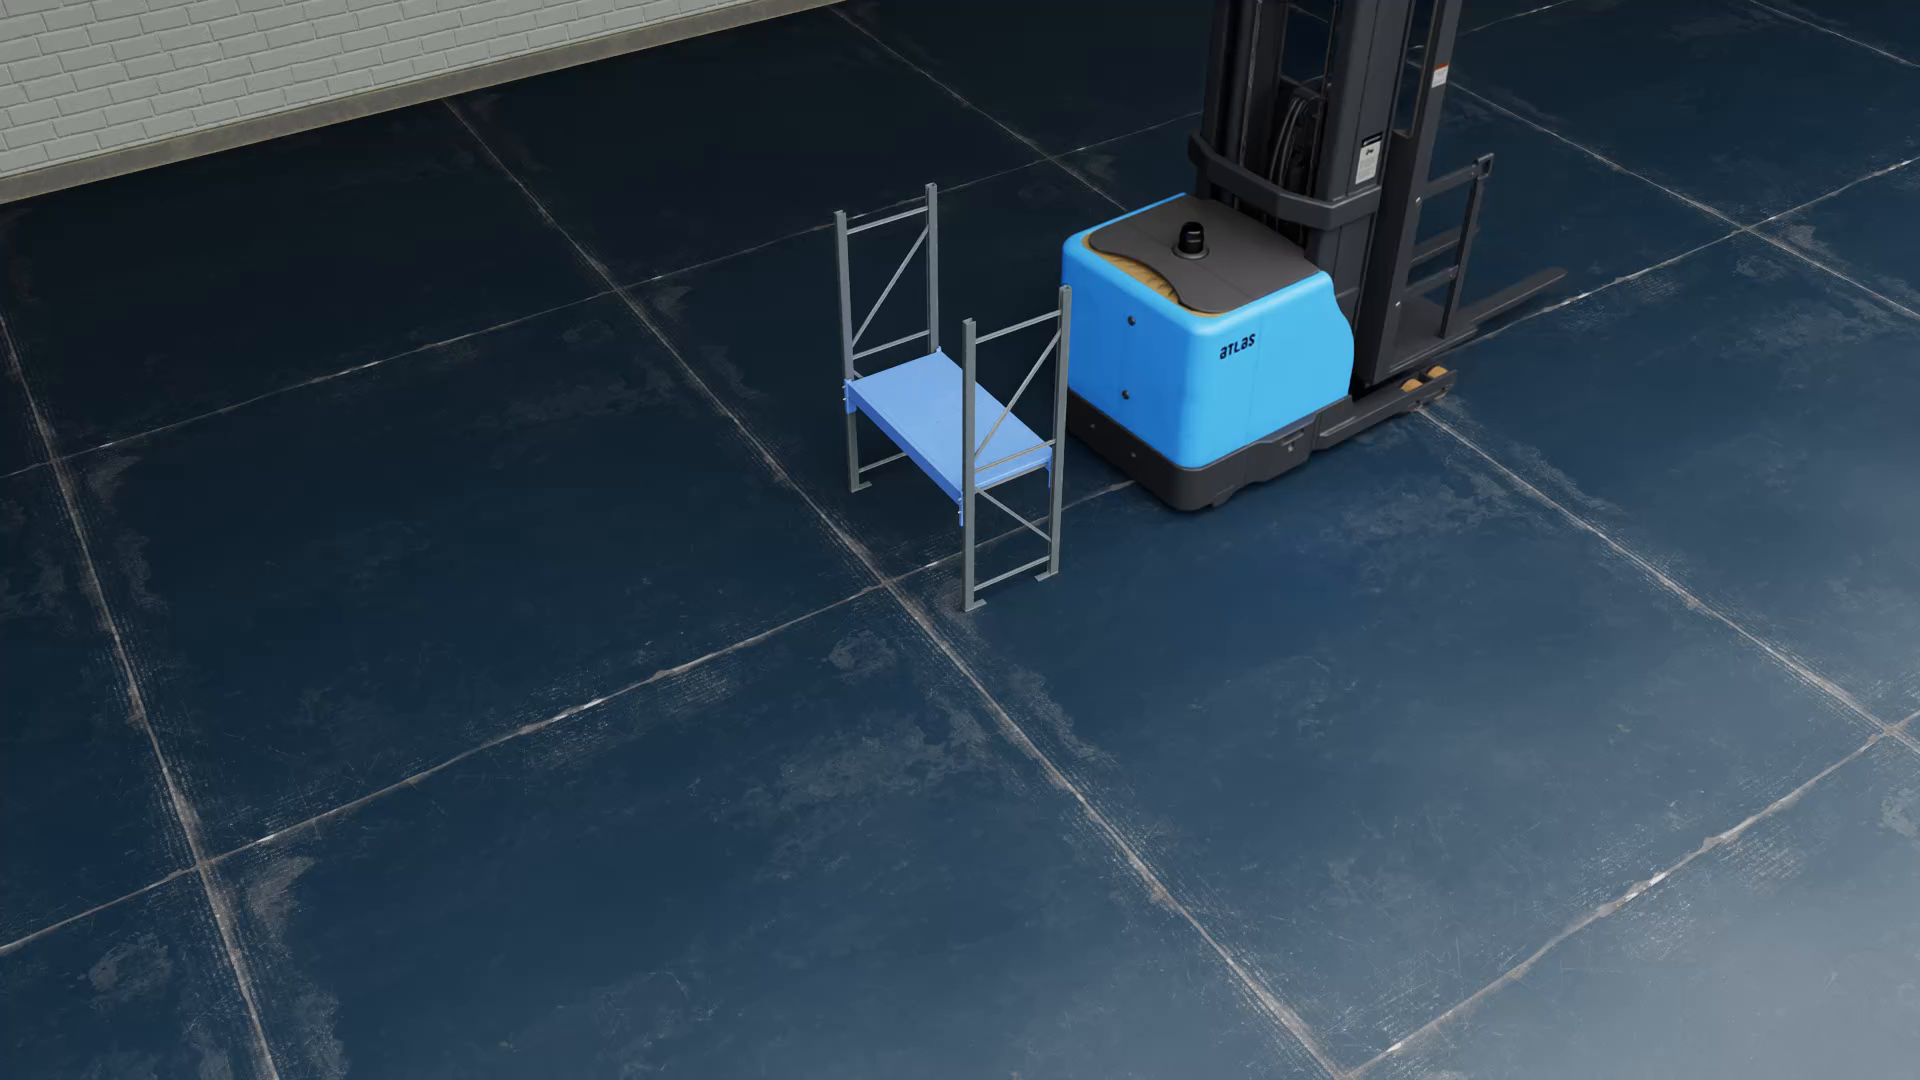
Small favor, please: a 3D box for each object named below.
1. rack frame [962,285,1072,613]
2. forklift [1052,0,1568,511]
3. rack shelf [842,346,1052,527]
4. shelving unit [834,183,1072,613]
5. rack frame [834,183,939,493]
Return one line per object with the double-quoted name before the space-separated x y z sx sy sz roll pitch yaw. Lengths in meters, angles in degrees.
"rack frame" 0.227 -0.348 6.996 0.500 1.500 0.032 -22 45 -24
"forklift" 1.948 -2.030 7.896 3.031 2.935 1.130 -26 46 -27
"rack shelf" -0.046 -0.484 7.440 0.538 0.185 1.000 -22 45 -24
"shelving unit" -0.046 -0.622 7.325 0.538 1.500 1.048 -22 45 -24
"rack frame" -0.319 -0.897 7.654 0.500 1.500 0.032 -22 45 -24
